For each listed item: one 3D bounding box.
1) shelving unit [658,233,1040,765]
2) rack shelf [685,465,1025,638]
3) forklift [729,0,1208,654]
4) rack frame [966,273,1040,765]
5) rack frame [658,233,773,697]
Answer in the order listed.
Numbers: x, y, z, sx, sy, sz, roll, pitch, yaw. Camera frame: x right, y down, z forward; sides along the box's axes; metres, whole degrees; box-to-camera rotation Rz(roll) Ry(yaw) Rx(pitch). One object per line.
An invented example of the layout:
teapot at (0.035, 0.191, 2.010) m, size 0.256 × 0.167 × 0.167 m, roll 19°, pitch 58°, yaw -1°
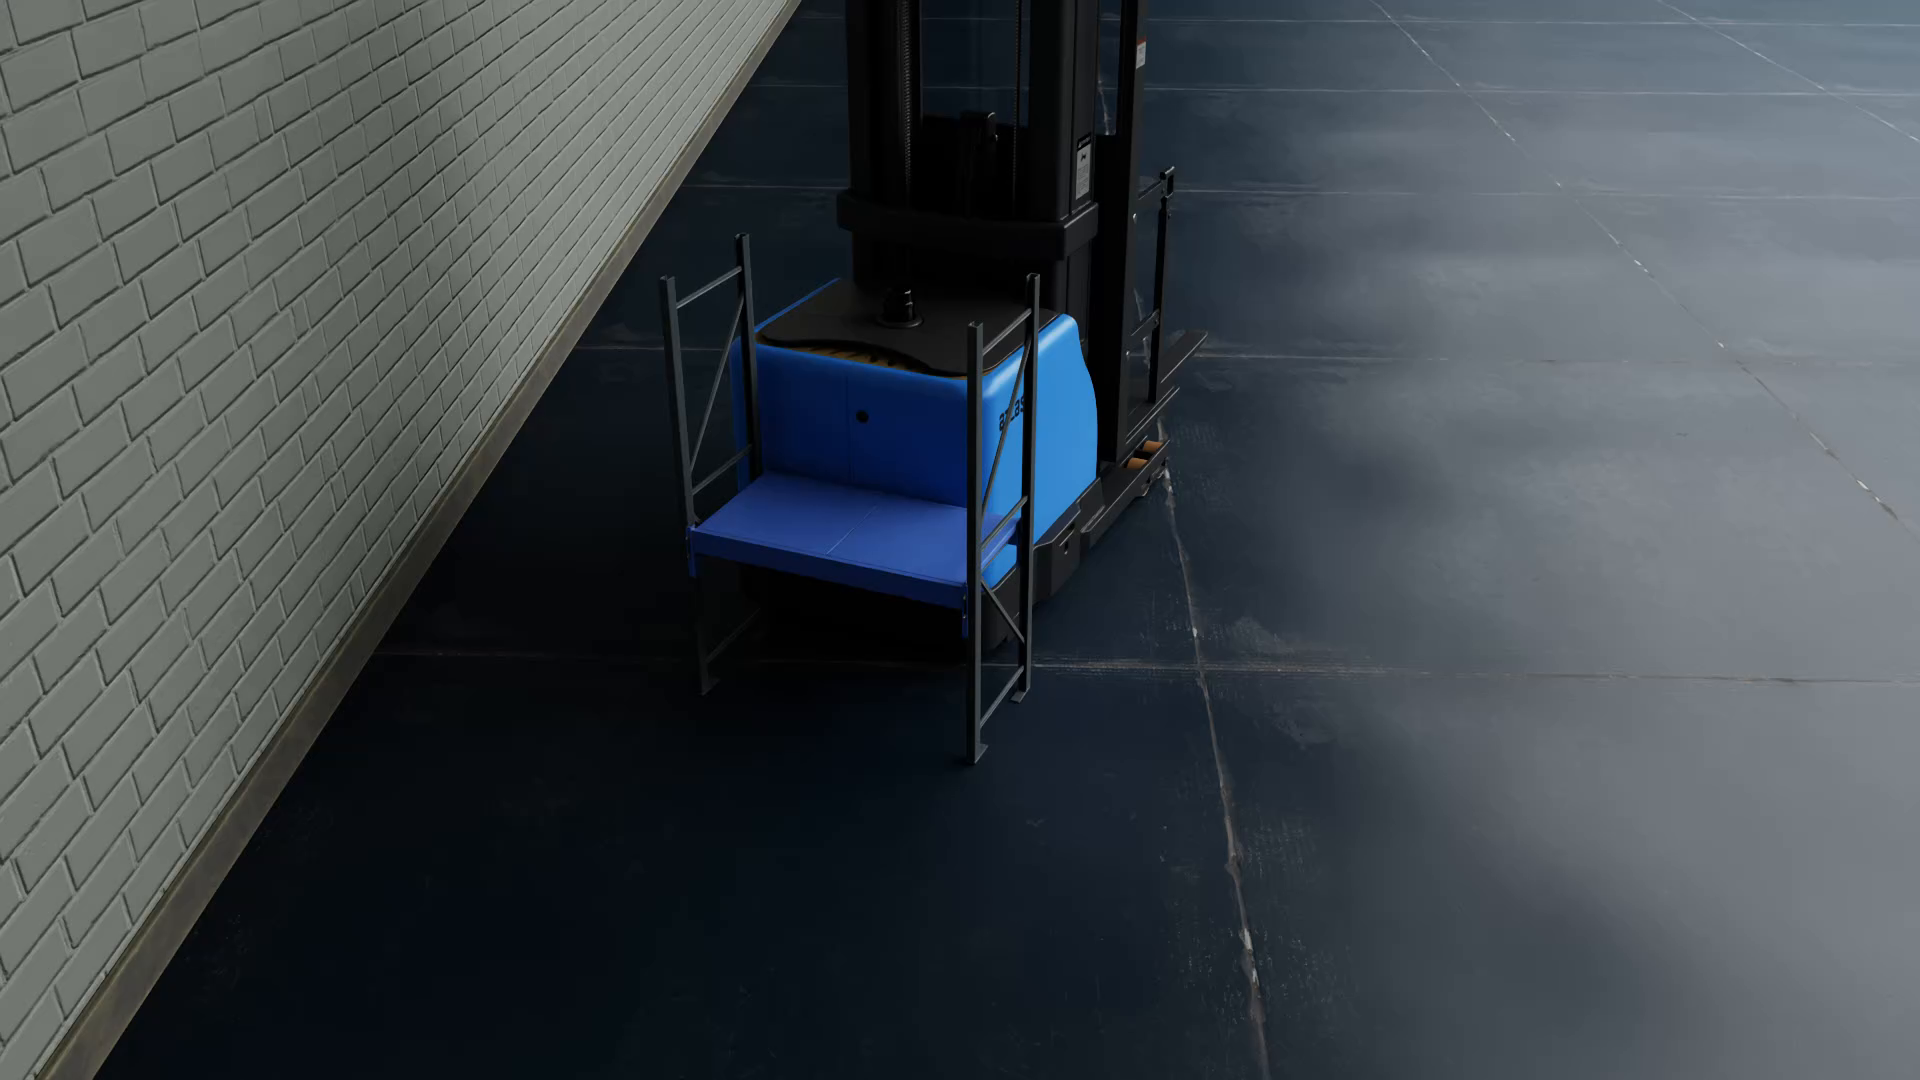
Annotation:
shelving unit at (-0.335, -0.139, 5.410) m, size 1.048 × 1.500 × 0.538 m, roll 11°, pitch 30°, yaw 20°
rack shelf at (-0.335, 0.020, 5.494) m, size 1.000 × 0.185 × 0.538 m, roll 11°, pitch 30°, yaw 20°
forklift at (0.269, -1.558, 6.560) m, size 1.130 × 2.935 × 3.031 m, roll 13°, pitch 30°, yaw 22°
rack frame at (0.132, -0.045, 5.233) m, size 0.032 × 1.500 × 0.500 m, roll 11°, pitch 30°, yaw 20°
rack frame at (-0.802, -0.232, 5.587) m, size 0.032 × 1.500 × 0.500 m, roll 11°, pitch 30°, yaw 20°
